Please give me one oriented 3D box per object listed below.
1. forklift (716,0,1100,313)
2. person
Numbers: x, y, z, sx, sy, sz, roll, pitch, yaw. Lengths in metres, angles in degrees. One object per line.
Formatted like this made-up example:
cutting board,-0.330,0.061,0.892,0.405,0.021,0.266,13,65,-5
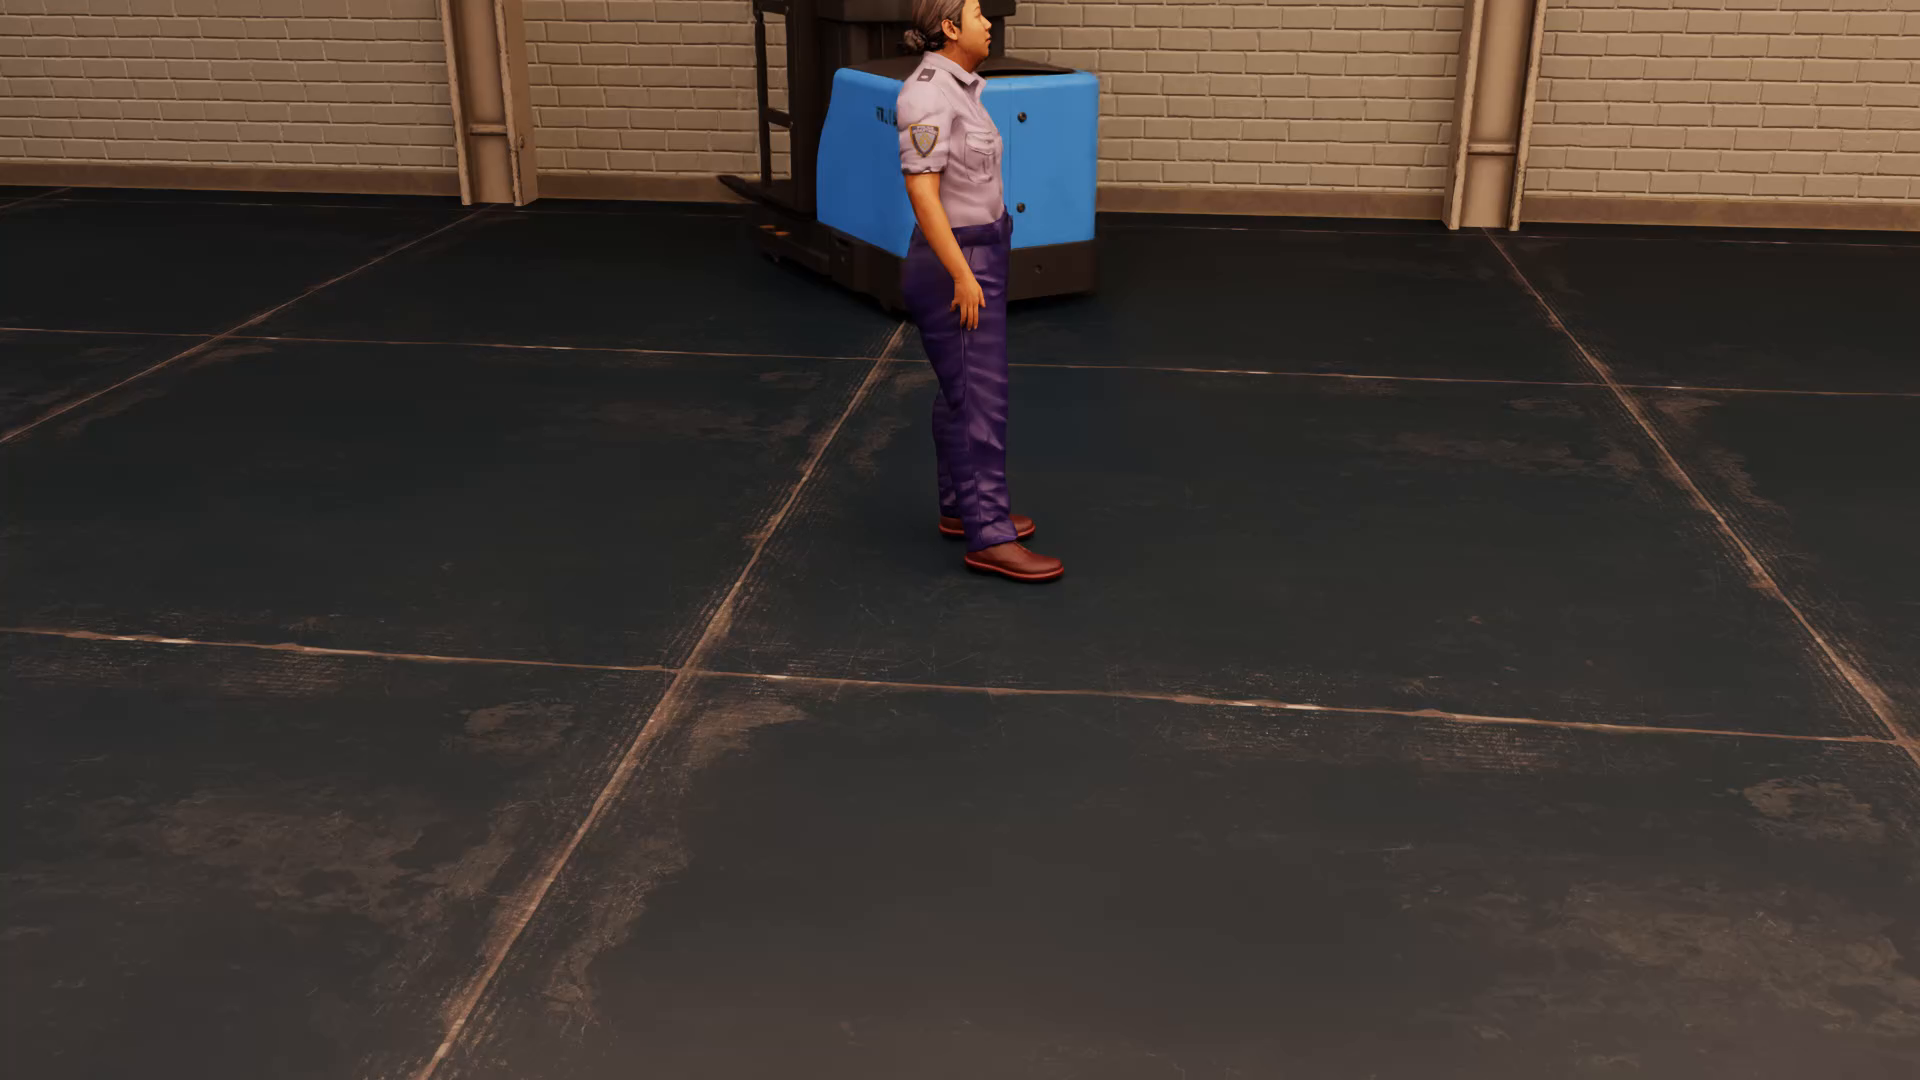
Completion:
forklift,-0.471,-2.907,8.474,1.130,2.935,3.031,-11,24,-26
person,0.086,-0.758,4.835,0.502,1.651,0.598,3,22,7
